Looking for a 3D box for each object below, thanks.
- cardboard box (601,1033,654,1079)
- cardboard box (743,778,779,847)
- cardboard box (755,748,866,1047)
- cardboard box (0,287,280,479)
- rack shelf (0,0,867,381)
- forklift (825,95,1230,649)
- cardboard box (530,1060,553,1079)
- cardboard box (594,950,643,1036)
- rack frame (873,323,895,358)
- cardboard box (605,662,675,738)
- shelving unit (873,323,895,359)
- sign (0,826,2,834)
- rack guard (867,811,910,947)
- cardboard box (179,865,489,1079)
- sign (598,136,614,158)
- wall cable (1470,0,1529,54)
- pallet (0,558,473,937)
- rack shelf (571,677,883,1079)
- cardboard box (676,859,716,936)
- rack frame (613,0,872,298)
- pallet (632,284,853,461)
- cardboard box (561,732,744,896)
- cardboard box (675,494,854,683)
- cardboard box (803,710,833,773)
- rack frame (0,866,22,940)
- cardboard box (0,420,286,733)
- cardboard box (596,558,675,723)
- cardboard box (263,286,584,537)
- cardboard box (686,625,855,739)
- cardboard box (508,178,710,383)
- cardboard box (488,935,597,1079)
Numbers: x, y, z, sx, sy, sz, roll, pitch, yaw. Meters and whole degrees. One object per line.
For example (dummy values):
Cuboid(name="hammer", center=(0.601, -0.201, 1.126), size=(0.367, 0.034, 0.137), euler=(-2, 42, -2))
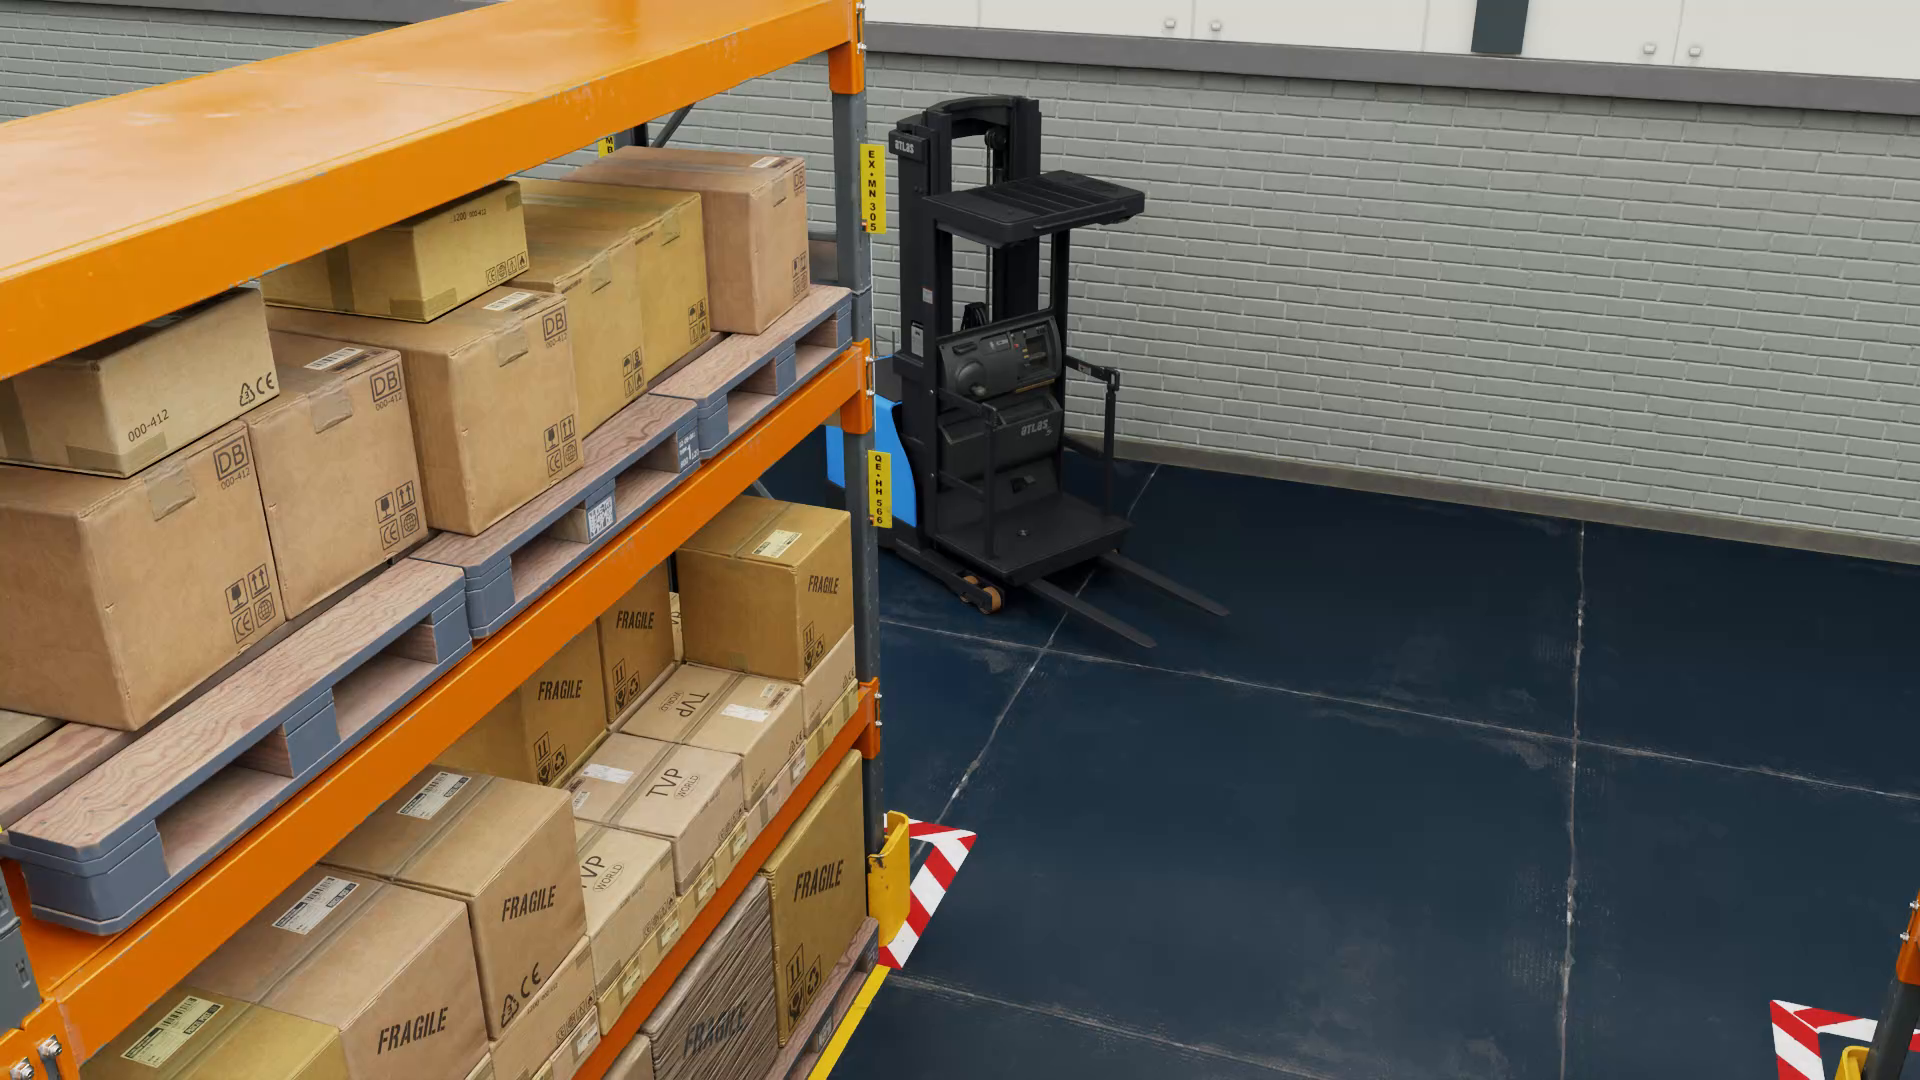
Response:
Cuboid(name="cardboard box", center=(-1.565, 2.124, 5.377), size=(0.875, 0.875, 0.875), euler=(9, 27, 17))
Cuboid(name="cardboard box", center=(-0.890, 0.963, 6.107), size=(0.380, 0.149, 0.250), euler=(9, 27, 18))
Cuboid(name="cardboard box", center=(-0.966, 1.385, 6.904), size=(0.875, 0.875, 0.875), euler=(9, 27, 17))
Cuboid(name="cardboard box", center=(-1.840, -0.366, 3.549), size=(0.500, 0.250, 0.500), euler=(7, 27, 14))
Cuboid(name="rack shelf", center=(-1.494, -1.032, 4.339), size=(1.077, 0.370, 4.000), euler=(9, 27, 17))
Cuboid(name="forklift", center=(0.391, -1.108, 10.175), size=(1.130, 2.935, 3.031), euler=(-19, 32, -34))
Cuboid(name="cardboard box", center=(-1.402, 1.596, 4.799), size=(0.380, 0.149, 0.250), euler=(8, 27, 17))
Cuboid(name="cardboard box", center=(-1.230, 1.385, 5.235), size=(0.380, 0.149, 0.250), euler=(8, 27, 16))
Cuboid(name="rack frame", center=(-0.529, -0.937, 11.808), size=(0.006, 1.200, 0.240), euler=(-19, 32, -34))
Cuboid(name="cardboard box", center=(-1.410, 0.649, 6.298), size=(0.500, 0.250, 0.500), euler=(8, 27, 17))
Cuboid(name="shelving unit", center=(-0.600, -0.912, 11.756), size=(0.189, 1.200, 0.258), euler=(-19, 32, -34))
Cuboid(name="sign", center=(-1.645, 0.337, 2.716), size=(0.100, 0.325, 0.005), euler=(9, 27, 17))
Cuboid(name="rack guard", center=(-0.820, 1.458, 7.665), size=(1.175, 0.500, 0.348), euler=(9, 27, 17))
Cuboid(name="cardboard box", center=(-1.588, 1.222, 4.255), size=(0.500, 0.500, 0.500), euler=(9, 27, 17))
Cuboid(name="sign", center=(-1.350, -1.519, 6.410), size=(0.100, 0.325, 0.005), euler=(9, 27, 17))
Cuboid(name="wall cable", center=(4.303, -5.629, 8.859), size=(2.277, 5.999, 0.120), euler=(9, 27, 17))
Cuboid(name="pallet", center=(-1.877, 0.342, 3.762), size=(1.003, 0.211, 1.213), euler=(9, 27, 17))
Cuboid(name="rack shelf", center=(-1.494, 1.488, 5.559), size=(1.077, 0.370, 4.000), euler=(9, 27, 17))
Cuboid(name="cardboard box", center=(-1.061, 1.176, 5.666), size=(0.380, 0.149, 0.250), euler=(9, 27, 18))
Cuboid(name="rack frame", center=(-0.828, -2.357, 5.793), size=(1.000, 3.000, 0.127), euler=(9, 27, 17))
Cuboid(name="pallet", center=(-1.065, -0.661, 5.833), size=(1.003, 0.211, 1.213), euler=(9, 27, 17))
Cuboid(name="cardboard box", center=(-1.078, 0.932, 5.715), size=(0.500, 0.250, 0.500), euler=(8, 27, 16))
Cuboid(name="cardboard box", center=(-0.743, 0.177, 6.412), size=(0.500, 0.500, 0.500), euler=(9, 27, 18))
Cuboid(name="cardboard box", center=(-0.721, 0.757, 6.533), size=(0.380, 0.149, 0.250), euler=(9, 27, 18))
Cuboid(name="rack frame", center=(-2.160, -0.714, 2.398), size=(1.000, 3.000, 0.127), euler=(9, 27, 17))
Cuboid(name="cardboard box", center=(-1.956, 0.027, 3.598), size=(0.700, 0.500, 0.500), euler=(7, 27, 14))
Cuboid(name="cardboard box", center=(-1.409, 0.302, 6.154), size=(0.500, 0.500, 0.500), euler=(8, 27, 16))
Cuboid(name="cardboard box", center=(-1.465, -0.387, 4.455), size=(0.700, 0.500, 0.500), euler=(10, 28, 20))
Cuboid(name="cardboard box", center=(-0.739, 0.514, 6.577), size=(0.500, 0.250, 0.500), euler=(8, 27, 17))
Cuboid(name="cardboard box", center=(-1.252, -0.851, 5.412), size=(0.700, 0.500, 0.500), euler=(8, 27, 16))
Cuboid(name="cardboard box", center=(-1.419, 1.348, 4.855), size=(0.500, 0.250, 0.500), euler=(9, 27, 19))
